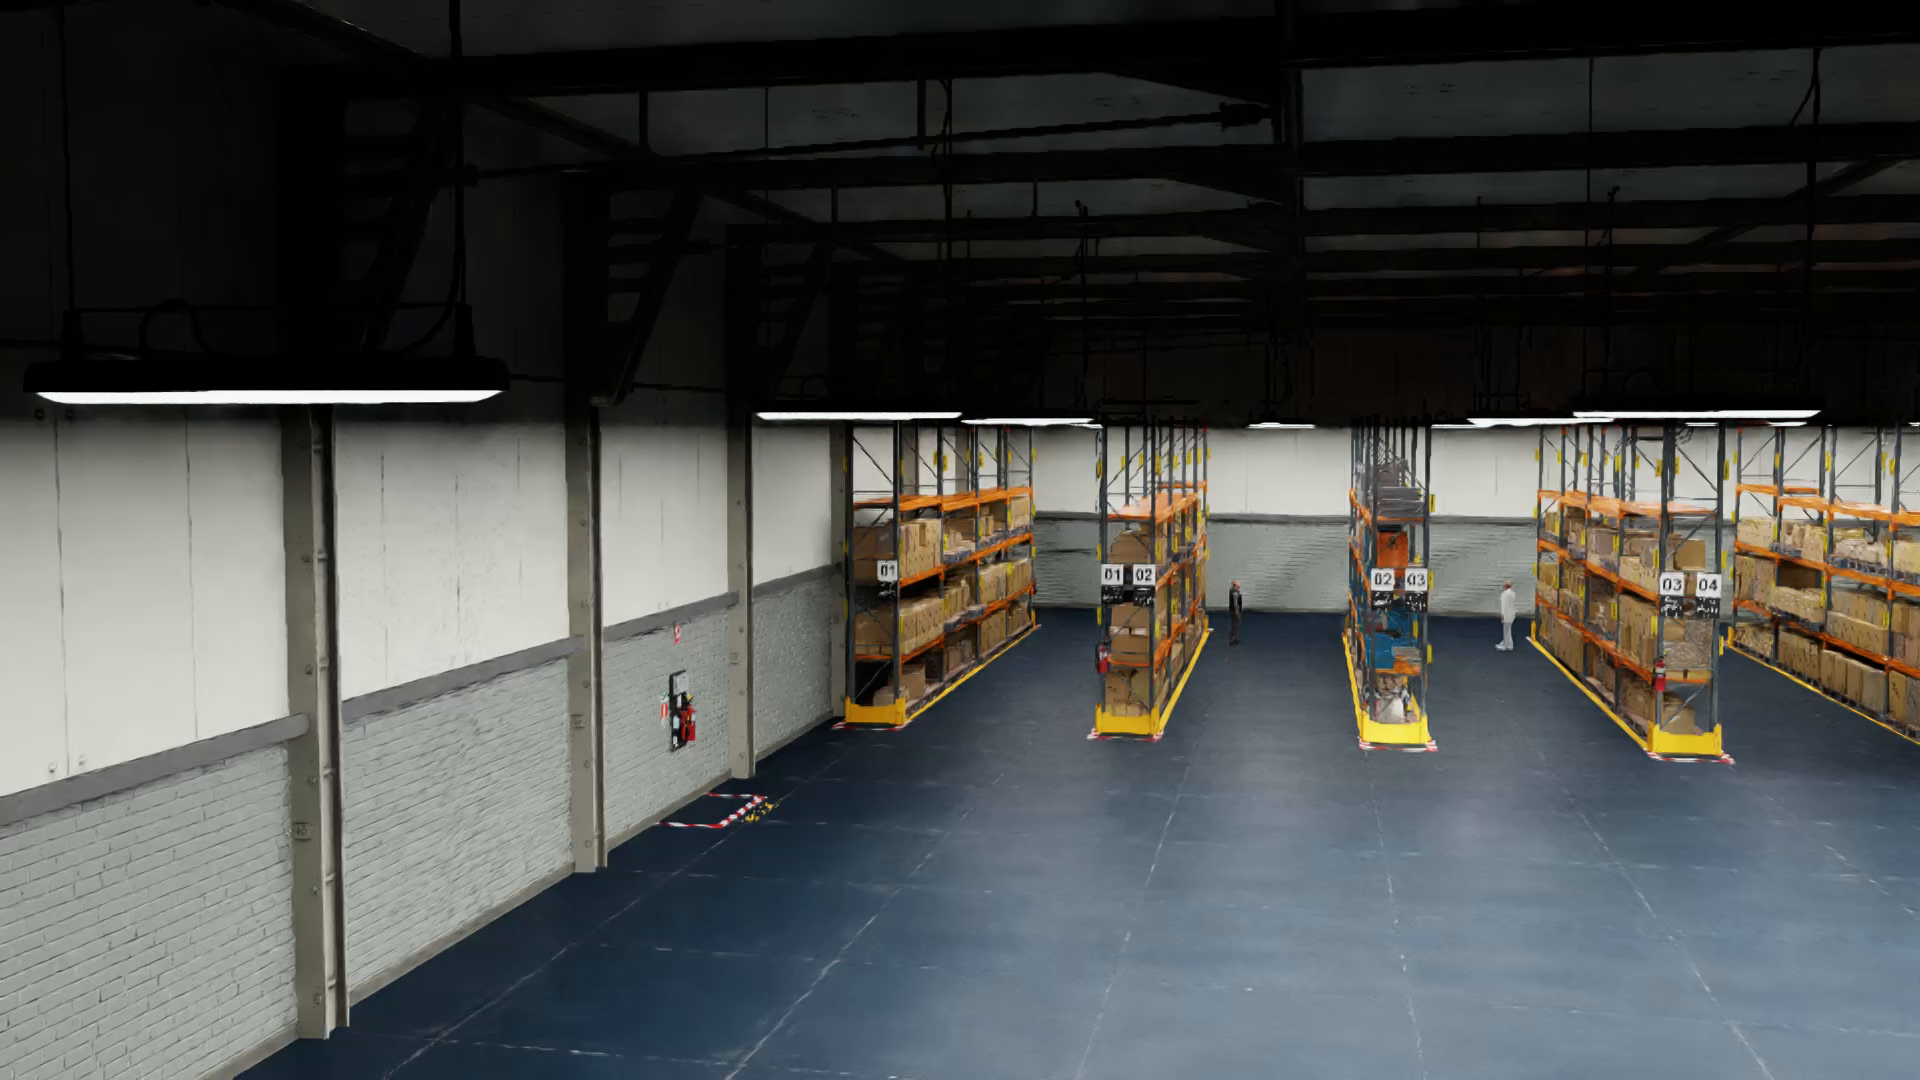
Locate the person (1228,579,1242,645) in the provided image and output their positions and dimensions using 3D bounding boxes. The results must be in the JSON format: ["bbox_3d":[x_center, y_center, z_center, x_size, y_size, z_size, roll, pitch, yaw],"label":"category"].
[{"bbox_3d":[7.313,1.904,44.133,0.385,1.729,0.654,0,4,2],"label":"person"}]

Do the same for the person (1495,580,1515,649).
[{"bbox_3d":[14.183,1.939,43.259,0.551,1.782,0.631,3,5,41],"label":"person"}]
